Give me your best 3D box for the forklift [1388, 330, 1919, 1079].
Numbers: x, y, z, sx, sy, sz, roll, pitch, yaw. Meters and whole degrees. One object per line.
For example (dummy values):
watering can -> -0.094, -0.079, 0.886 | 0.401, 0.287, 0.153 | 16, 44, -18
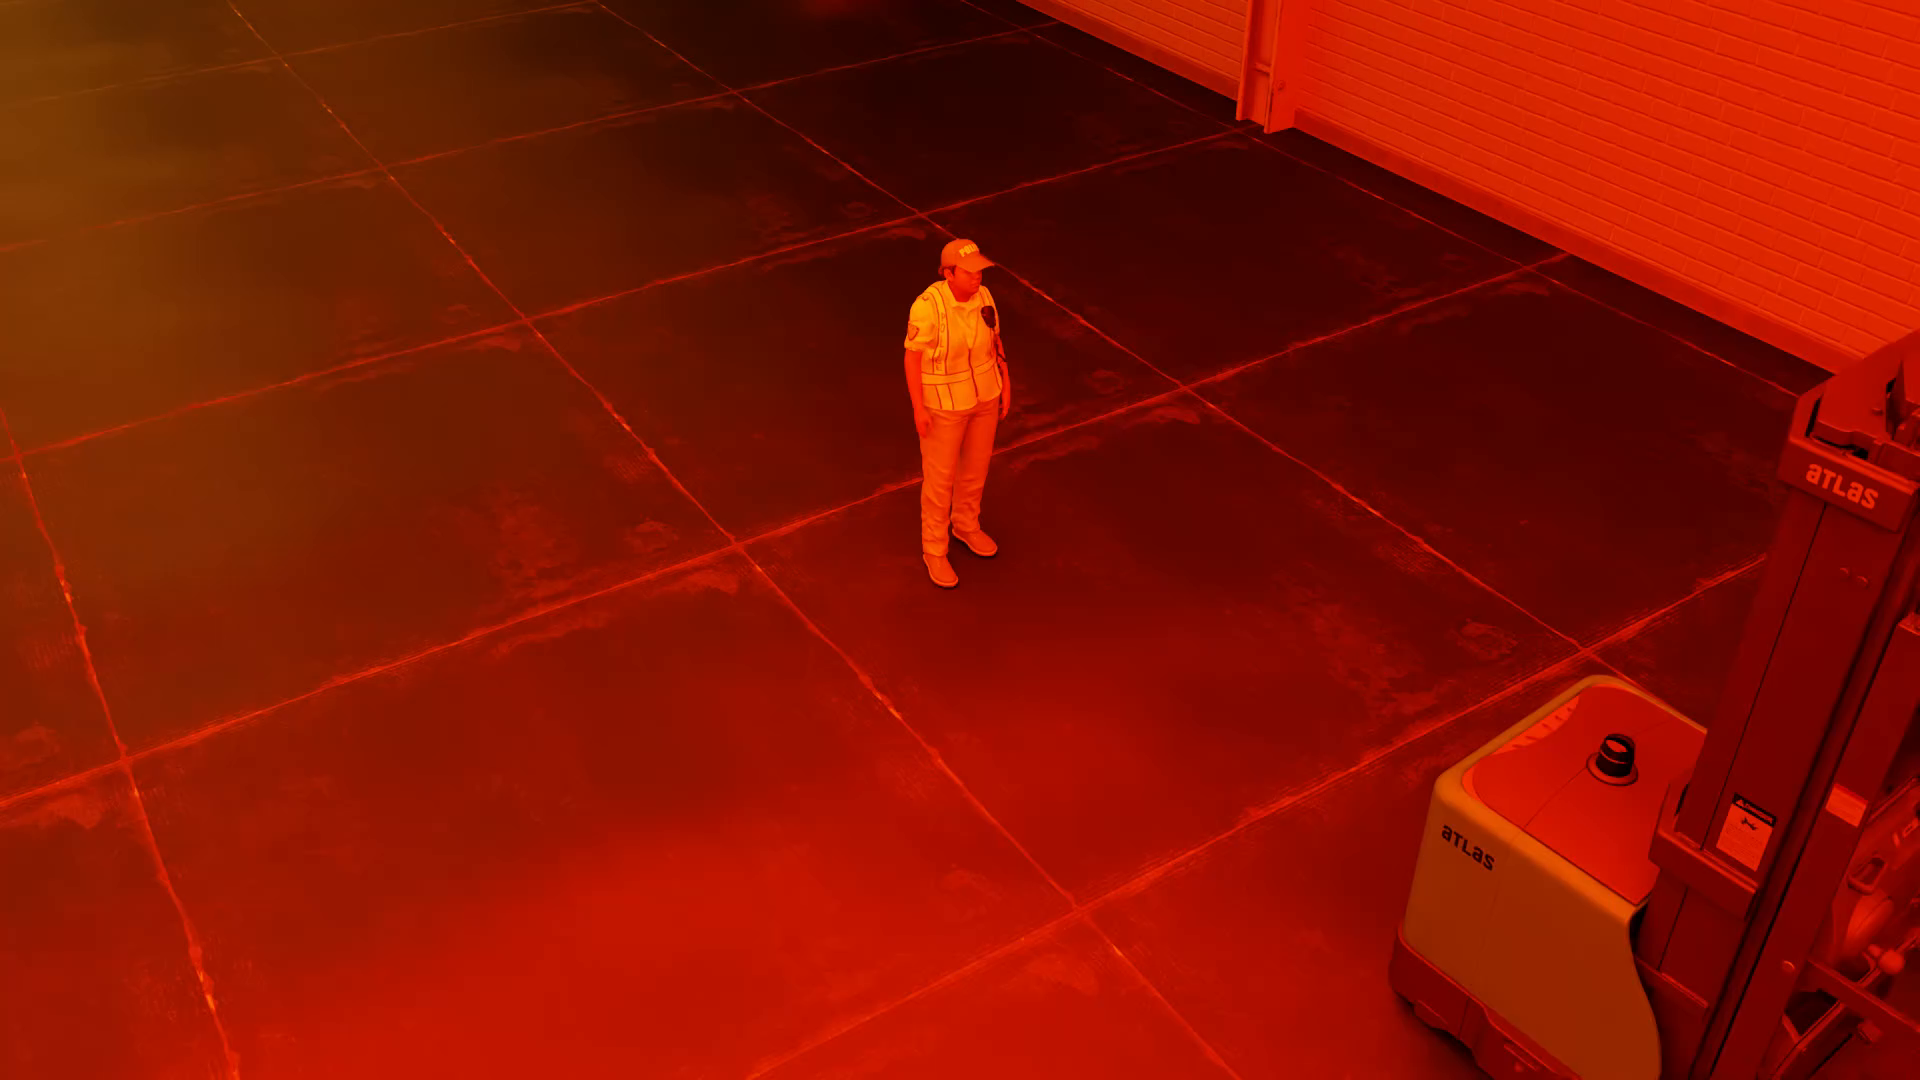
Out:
forklift -> 2.914, 0.989, 4.740 | 1.130, 2.935, 3.031 | -24, 42, -30

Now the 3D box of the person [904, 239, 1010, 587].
person -> 0.022, -0.643, 8.151 | 0.598, 1.670, 0.529 | -21, 40, -27
